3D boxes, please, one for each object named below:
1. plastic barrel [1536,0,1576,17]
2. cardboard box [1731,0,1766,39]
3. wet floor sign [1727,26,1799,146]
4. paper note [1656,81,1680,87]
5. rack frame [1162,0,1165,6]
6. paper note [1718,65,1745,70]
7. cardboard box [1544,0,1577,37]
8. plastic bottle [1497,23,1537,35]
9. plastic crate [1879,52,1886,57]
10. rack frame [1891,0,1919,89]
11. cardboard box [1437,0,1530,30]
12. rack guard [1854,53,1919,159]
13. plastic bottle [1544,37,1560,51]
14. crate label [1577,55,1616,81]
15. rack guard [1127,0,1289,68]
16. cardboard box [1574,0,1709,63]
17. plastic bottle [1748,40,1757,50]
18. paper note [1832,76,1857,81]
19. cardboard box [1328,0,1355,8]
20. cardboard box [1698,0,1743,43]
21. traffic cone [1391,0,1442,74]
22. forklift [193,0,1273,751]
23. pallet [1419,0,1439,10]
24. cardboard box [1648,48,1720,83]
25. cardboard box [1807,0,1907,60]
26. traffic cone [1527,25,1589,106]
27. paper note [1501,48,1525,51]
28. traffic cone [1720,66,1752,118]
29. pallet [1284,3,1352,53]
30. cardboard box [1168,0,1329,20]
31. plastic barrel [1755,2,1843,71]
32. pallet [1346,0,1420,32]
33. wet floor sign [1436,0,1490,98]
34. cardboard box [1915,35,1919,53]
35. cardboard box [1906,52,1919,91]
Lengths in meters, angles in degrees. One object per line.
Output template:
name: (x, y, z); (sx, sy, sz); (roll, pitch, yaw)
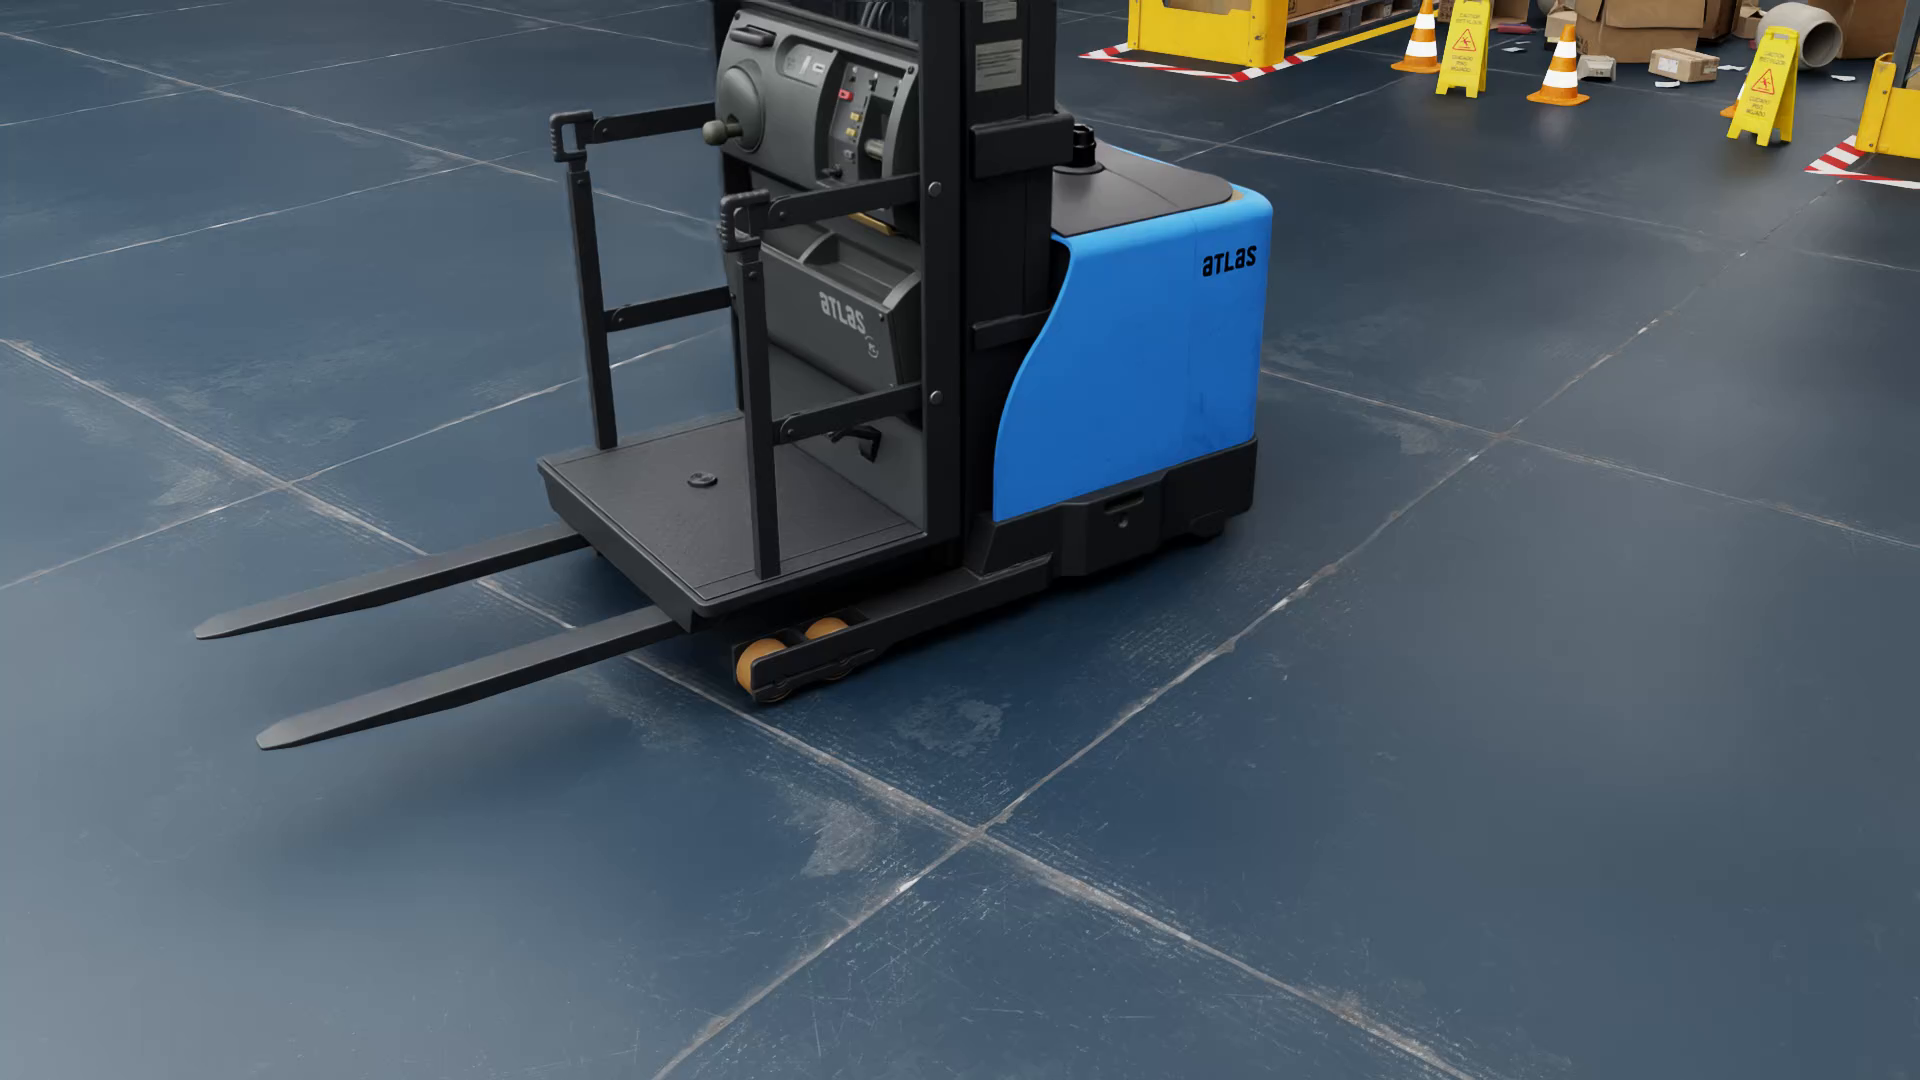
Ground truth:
plastic barrel: (4.791, -4.289, 13.080); (0.421, 0.421, 0.512); (-5, 28, -9)
cardboard box: (6.038, -3.997, 12.688); (0.258, 0.266, 0.396); (0, 27, 0)
wet floor sign: (4.722, -2.655, 9.679); (0.232, 0.644, 0.267); (-15, 31, -27)
paper note: (4.733, -3.053, 11.118); (0.148, 0.019, 0.142); (9, 29, 17)
rack frame: (1.784, -4.866, 11.391); (1.000, 3.000, 0.127); (21, 34, 34)
paper note: (5.389, -3.305, 11.619); (0.142, 0.019, 0.148); (-15, 31, -27)
cardboard box: (4.656, -3.922, 12.542); (0.258, 0.266, 0.396); (-21, 34, -35)
plastic bottle: (4.281, -3.925, 12.770); (0.283, 0.061, 0.133); (9, 29, 17)
plastic crate: (6.581, -3.259, 11.463); (0.402, 0.080, 0.583); (9, 29, 17)
rack frame: (5.668, -3.455, 8.664); (1.000, 3.000, 0.127); (21, 34, 34)
cardboard box: (4.133, -4.325, 13.063); (0.500, 0.500, 0.500); (-21, 34, -35)
rack guard: (5.716, -2.372, 9.290); (1.175, 0.500, 0.348); (21, 34, 34)
plastic bottle: (4.387, -3.667, 12.272); (0.133, 0.061, 0.283); (9, 29, 17)
crate label: (4.326, -3.214, 11.313); (0.250, 0.136, 0.298); (4, 28, 8)
rack guard: (1.769, -3.747, 11.949); (1.175, 0.500, 0.348); (21, 34, 34)
cardboard box: (4.832, -3.709, 11.872); (0.797, 0.503, 0.637); (0, 27, 0)
plastic bottle: (5.944, -3.659, 12.256); (0.283, 0.061, 0.133); (-21, 34, -35)
paper note: (6.008, -3.145, 11.297); (0.142, 0.019, 0.148); (9, 29, 17)
cardboard box: (2.723, -4.681, 12.889); (0.875, 0.875, 0.875); (20, 34, 34)
cardboard box: (5.420, -4.103, 12.486); (0.797, 0.637, 0.503); (21, 34, 34)
traffic cone: (3.218, -3.512, 11.536); (0.336, 0.463, 0.334); (21, 34, 34)
forklift: (-0.563, -1.147, 4.276); (3.031, 2.935, 1.130); (-18, 32, -31)
pallet: (3.784, -4.799, 14.296); (1.003, 0.211, 1.213); (21, 34, 34)
cardboard box: (4.943, -3.244, 11.358); (0.250, 0.149, 0.380); (-10, 29, -18)
cardboard box: (6.481, -3.782, 12.013); (0.500, 0.500, 0.500); (-5, 28, -9)
traffic cone: (3.873, -3.061, 10.664); (0.336, 0.463, 0.334); (21, 34, 34)
paper note: (4.065, -3.591, 12.161); (0.142, 0.017, 0.144); (-15, 31, -27)
traffic cone: (4.946, -2.858, 10.270); (0.336, 0.463, 0.334); (21, 34, 34)
pallet: (2.232, -3.934, 12.624); (1.003, 0.211, 1.213); (21, 34, 34)
cardboard box: (2.165, -4.368, 12.285); (0.875, 0.875, 0.875); (21, 34, 35)
plastic barrel: (5.814, -3.485, 11.527); (0.421, 0.421, 0.512); (-5, 28, -9)
pallet: (3.009, -4.364, 13.456); (1.003, 0.211, 1.213); (21, 34, 34)
wet floor sign: (3.294, -3.231, 10.794); (0.267, 0.644, 0.232); (15, 31, 26)
cardboard box: (5.976, -3.114, 9.723); (0.500, 0.500, 0.500); (21, 34, 35)
cardboard box: (5.990, -2.794, 9.922); (0.500, 0.250, 0.500); (21, 34, 34)
